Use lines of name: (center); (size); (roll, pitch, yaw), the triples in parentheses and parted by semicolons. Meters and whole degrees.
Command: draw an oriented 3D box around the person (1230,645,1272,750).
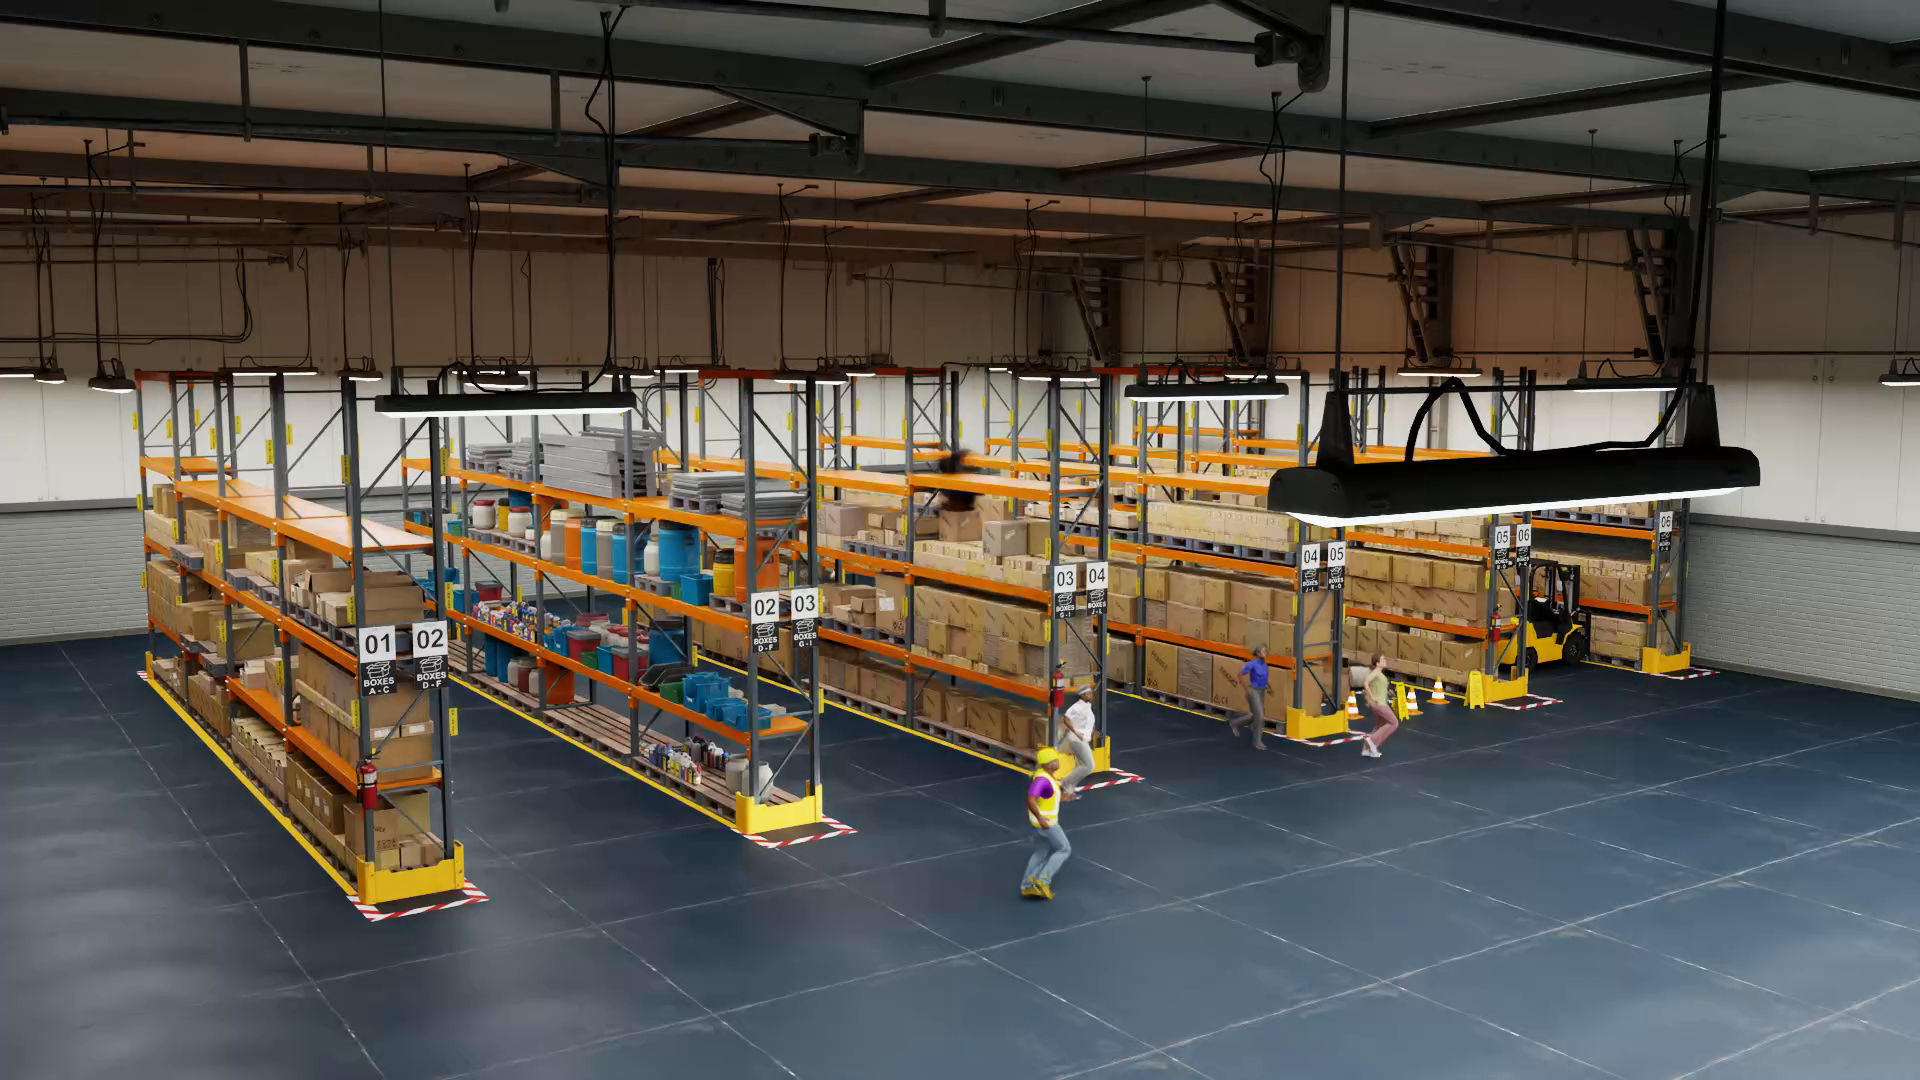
person: (4.770, 2.515, 26.900); (0.772, 1.618, 0.615); (6, 9, 44)

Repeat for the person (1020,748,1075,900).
person: (1.031, 3.289, 19.345); (0.679, 1.767, 0.668); (-1, 7, -8)

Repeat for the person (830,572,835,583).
person: (-2.602, 1.534, 34.812); (0.666, 1.759, 0.831); (-5, 8, -40)

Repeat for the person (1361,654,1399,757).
person: (6.586, 2.585, 26.040); (0.554, 1.620, 0.581); (1, 7, 13)

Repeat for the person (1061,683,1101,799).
person: (1.745, 2.850, 23.630); (0.525, 1.645, 0.588); (2, 7, 19)
